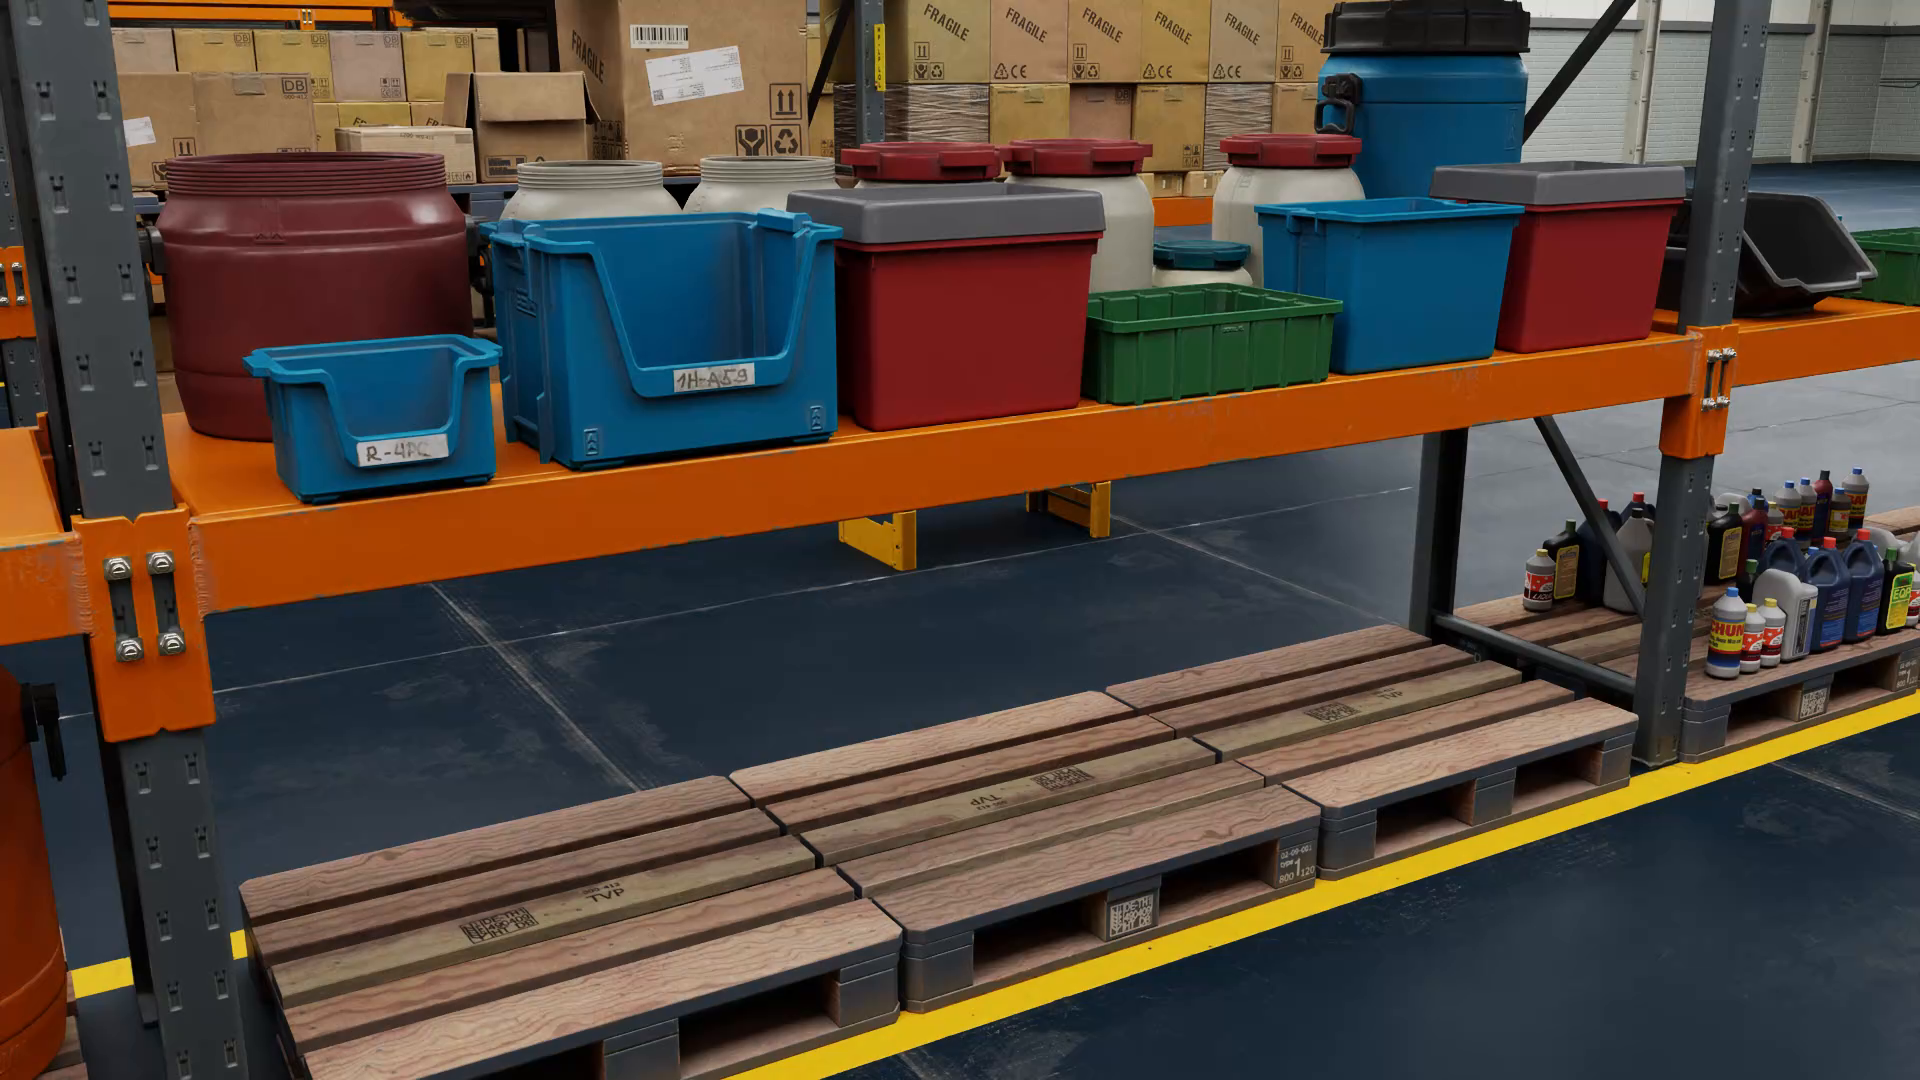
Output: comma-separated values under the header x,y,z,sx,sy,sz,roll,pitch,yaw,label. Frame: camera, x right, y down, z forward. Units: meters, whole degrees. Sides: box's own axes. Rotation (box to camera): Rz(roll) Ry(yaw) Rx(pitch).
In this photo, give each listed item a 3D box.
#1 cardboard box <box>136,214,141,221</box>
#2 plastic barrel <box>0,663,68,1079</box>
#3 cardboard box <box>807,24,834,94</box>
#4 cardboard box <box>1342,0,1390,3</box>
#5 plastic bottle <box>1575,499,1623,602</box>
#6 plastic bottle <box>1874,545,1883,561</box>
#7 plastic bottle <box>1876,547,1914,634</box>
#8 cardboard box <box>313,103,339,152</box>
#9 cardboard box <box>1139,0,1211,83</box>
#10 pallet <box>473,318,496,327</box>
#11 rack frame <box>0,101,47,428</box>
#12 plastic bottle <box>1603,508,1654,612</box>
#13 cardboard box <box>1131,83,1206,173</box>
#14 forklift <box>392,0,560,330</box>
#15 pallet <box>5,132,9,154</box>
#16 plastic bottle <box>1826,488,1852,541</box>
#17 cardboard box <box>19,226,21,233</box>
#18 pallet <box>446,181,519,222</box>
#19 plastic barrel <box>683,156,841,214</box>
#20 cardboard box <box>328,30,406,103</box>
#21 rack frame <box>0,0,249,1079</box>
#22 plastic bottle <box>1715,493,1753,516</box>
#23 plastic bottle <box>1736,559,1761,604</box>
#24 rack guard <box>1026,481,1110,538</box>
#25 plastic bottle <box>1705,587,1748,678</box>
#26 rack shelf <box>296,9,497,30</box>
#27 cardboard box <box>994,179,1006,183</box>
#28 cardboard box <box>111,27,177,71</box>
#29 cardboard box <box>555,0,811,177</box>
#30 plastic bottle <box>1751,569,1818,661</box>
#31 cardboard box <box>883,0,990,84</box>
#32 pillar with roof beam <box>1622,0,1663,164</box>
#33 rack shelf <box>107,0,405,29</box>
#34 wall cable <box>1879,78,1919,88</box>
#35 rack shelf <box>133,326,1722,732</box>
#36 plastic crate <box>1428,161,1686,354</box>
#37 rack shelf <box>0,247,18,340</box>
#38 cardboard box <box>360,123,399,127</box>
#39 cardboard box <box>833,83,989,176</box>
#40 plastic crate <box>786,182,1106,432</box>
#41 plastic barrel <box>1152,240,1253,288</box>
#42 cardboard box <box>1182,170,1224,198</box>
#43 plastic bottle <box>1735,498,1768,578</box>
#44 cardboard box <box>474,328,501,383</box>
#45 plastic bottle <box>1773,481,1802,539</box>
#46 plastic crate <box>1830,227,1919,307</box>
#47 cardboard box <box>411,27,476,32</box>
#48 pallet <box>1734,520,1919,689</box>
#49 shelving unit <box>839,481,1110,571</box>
x,y,z,sx,sy,sz,roll,pitch,yaw,label
-10.114,-4.240,20.599,0.625,0.625,0.875,-10,19,-32,cardboard box
-1.986,0.590,2.989,0.708,0.830,0.600,-9,18,-30,plastic barrel
-1.435,-4.046,14.006,0.500,0.550,0.875,-9,18,-30,cardboard box
2.388,-3.122,10.400,0.500,0.500,0.500,-9,18,-30,cardboard box
2.257,0.027,5.849,0.185,0.351,0.144,-10,18,-31,plastic bottle
3.028,0.150,5.558,0.097,0.271,0.097,0,16,0,plastic bottle
3.084,0.160,5.500,0.133,0.283,0.061,-8,18,-27,plastic bottle
-4.775,-2.890,11.978,0.500,0.500,0.500,-9,18,-30,cardboard box
1.099,-2.914,9.660,0.500,0.500,0.500,-9,18,-30,cardboard box
-3.787,-1.721,13.157,1.213,0.211,1.003,-9,18,-30,pallet
-4.126,-1.470,7.098,0.127,3.000,1.000,-9,18,-30,rack frame
2.332,0.060,5.730,0.185,0.351,0.144,-9,18,-30,plastic bottle
0.994,-2.480,9.964,0.500,0.500,0.875,-9,18,-30,cardboard box
-2.911,-2.388,10.500,3.031,2.935,1.130,-9,18,-29,forklift
-8.673,-3.795,15.745,1.003,0.211,1.213,-9,18,-30,pallet
3.479,-0.107,6.602,0.097,0.201,0.097,0,16,0,plastic bottle
-8.740,-2.776,15.847,0.625,0.372,0.950,-11,19,-33,cardboard box
-2.450,-1.663,8.139,1.213,0.211,1.003,-9,18,-30,pallet
-0.442,-0.629,3.890,0.421,0.512,0.421,0,16,0,plastic barrel
-4.461,-3.505,12.319,0.500,0.500,0.700,-9,18,-29,cardboard box
-1.575,-0.324,3.010,0.127,3.000,1.000,-9,18,-30,rack frame
2.840,-0.030,6.192,0.135,0.276,0.152,-9,18,-29,plastic bottle
2.560,0.197,5.367,0.133,0.283,0.061,-9,18,-30,plastic bottle
0.492,-0.200,7.661,0.087,0.250,0.587,-9,18,-30,rack guard
2.353,0.279,5.099,0.097,0.271,0.097,0,16,0,plastic bottle
-6.646,-6.843,22.040,4.000,0.370,1.077,-9,18,-30,rack shelf
0.063,-1.939,9.234,0.250,0.149,0.380,-9,18,-30,cardboard box
-5.771,-3.292,11.560,0.500,0.500,0.700,-10,18,-31,cardboard box
-1.450,-2.439,8.665,1.000,1.000,1.000,-9,18,-29,cardboard box
2.616,0.225,5.281,0.135,0.276,0.152,-8,18,-28,plastic bottle
-0.180,-2.703,8.906,0.500,0.500,0.500,-9,18,-30,cardboard box
16.797,-11.364,31.277,0.400,9.000,9.100,-9,18,-30,pillar with roof beam
-7.515,-5.139,15.961,4.000,0.370,1.077,-9,18,-30,rack shelf
22.929,-11.802,38.594,0.112,2.526,3.097,-9,18,-30,wall cable
0.139,-0.256,4.099,4.000,0.370,1.077,-9,18,-30,rack shelf
1.596,-0.773,4.492,0.583,0.464,0.402,-9,18,-30,plastic crate
-5.840,-0.846,6.203,4.000,0.370,1.077,-9,18,-30,rack shelf
-2.835,-1.902,8.109,0.258,0.266,0.396,-10,18,-31,cardboard box
-0.279,-2.266,9.200,0.500,0.500,0.875,-9,18,-30,cardboard box
-0.032,-0.509,3.550,0.583,0.464,0.402,-9,18,-30,plastic crate
0.640,-0.665,4.482,0.301,0.262,0.301,0,16,0,plastic barrel
1.362,-2.141,9.957,0.250,0.149,0.380,-9,18,-30,cardboard box
2.895,-0.009,6.103,0.133,0.283,0.061,-9,18,-30,plastic bottle
-2.132,-0.814,8.574,0.500,0.500,0.700,-11,19,-34,cardboard box
3.188,-0.093,6.424,0.097,0.271,0.097,0,16,0,plastic bottle
3.163,-0.902,5.462,0.662,0.188,0.450,-9,18,-30,plastic crate
-5.312,-5.003,17.112,0.500,0.500,0.700,-9,18,-30,cardboard box
3.498,0.208,6.277,1.213,0.211,1.003,-9,18,-30,pallet
0.065,-0.733,7.245,1.083,1.500,0.587,-9,18,-30,shelving unit
